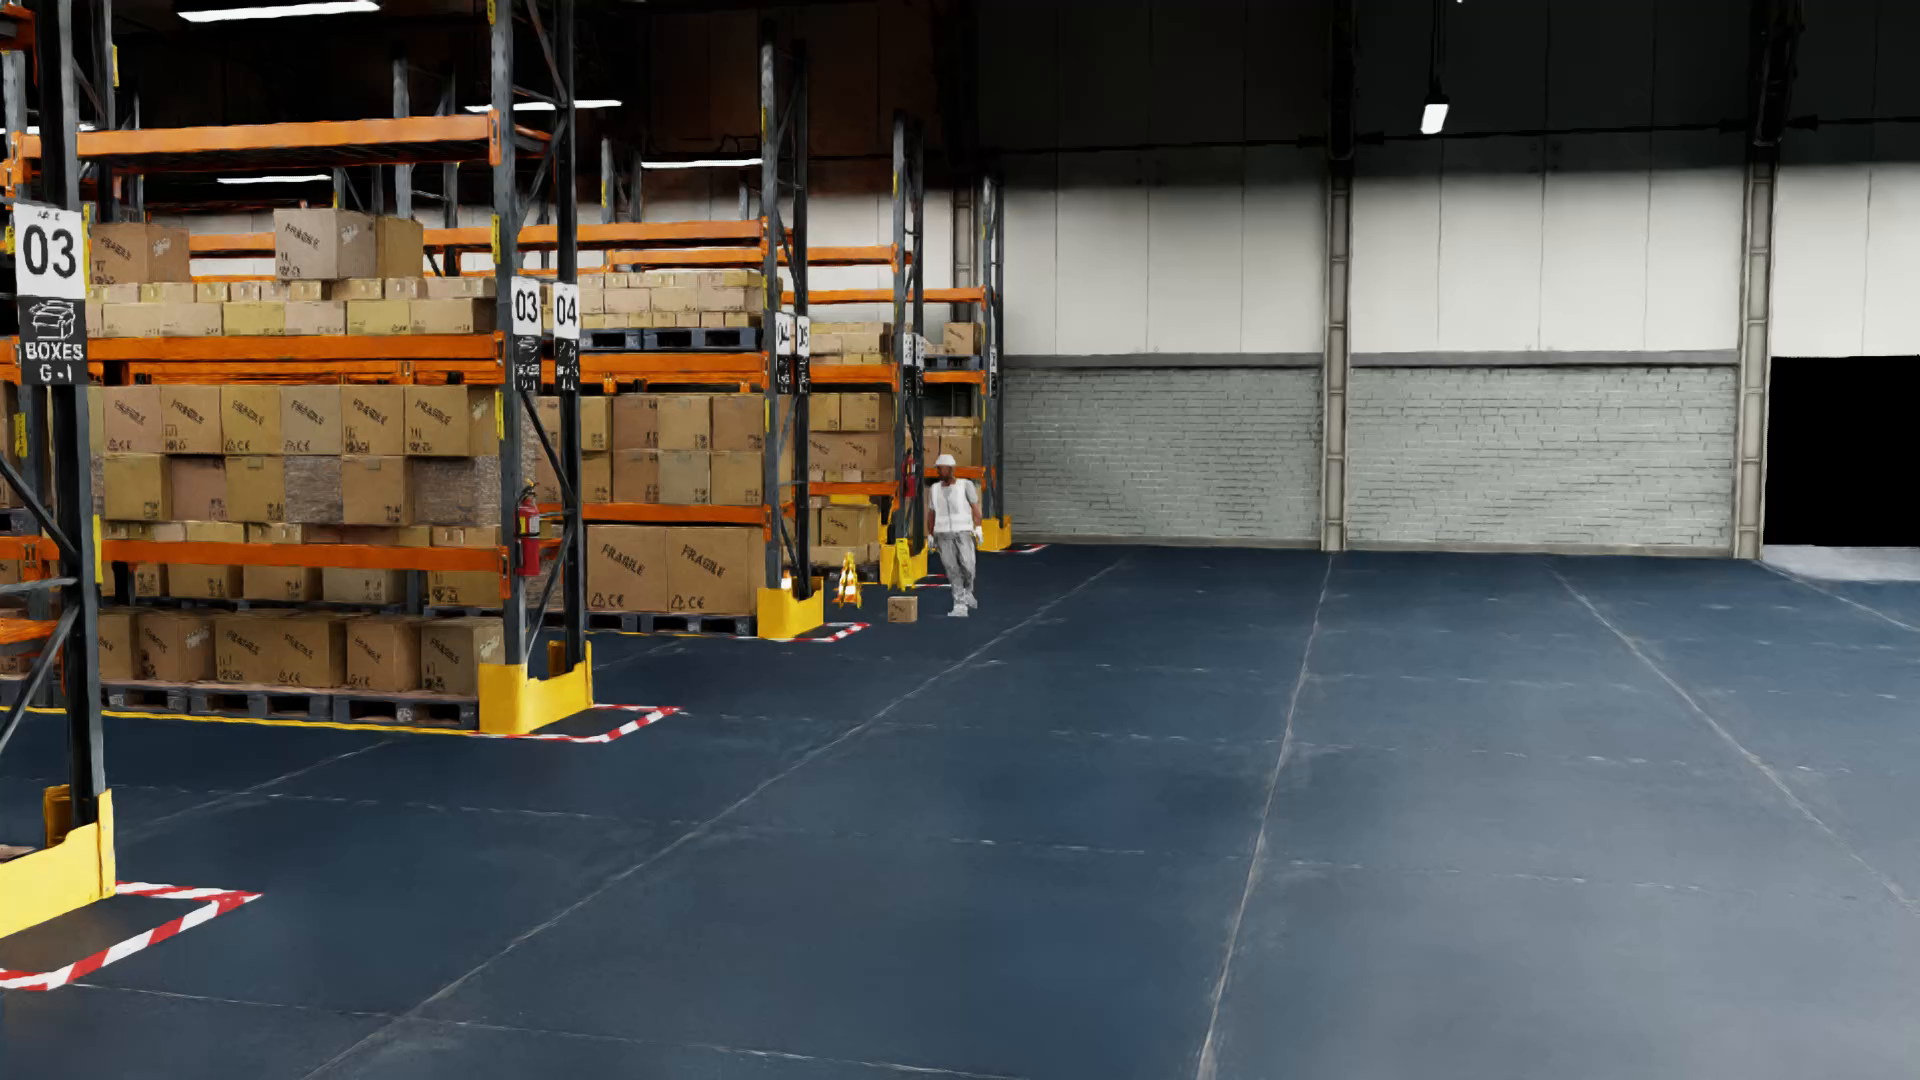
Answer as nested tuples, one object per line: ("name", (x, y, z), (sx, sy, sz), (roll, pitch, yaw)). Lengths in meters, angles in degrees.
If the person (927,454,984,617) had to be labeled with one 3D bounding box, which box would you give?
("person", (-0.046, -0.057, 18.104), (0.667, 1.761, 0.612), (1, 5, 15))
